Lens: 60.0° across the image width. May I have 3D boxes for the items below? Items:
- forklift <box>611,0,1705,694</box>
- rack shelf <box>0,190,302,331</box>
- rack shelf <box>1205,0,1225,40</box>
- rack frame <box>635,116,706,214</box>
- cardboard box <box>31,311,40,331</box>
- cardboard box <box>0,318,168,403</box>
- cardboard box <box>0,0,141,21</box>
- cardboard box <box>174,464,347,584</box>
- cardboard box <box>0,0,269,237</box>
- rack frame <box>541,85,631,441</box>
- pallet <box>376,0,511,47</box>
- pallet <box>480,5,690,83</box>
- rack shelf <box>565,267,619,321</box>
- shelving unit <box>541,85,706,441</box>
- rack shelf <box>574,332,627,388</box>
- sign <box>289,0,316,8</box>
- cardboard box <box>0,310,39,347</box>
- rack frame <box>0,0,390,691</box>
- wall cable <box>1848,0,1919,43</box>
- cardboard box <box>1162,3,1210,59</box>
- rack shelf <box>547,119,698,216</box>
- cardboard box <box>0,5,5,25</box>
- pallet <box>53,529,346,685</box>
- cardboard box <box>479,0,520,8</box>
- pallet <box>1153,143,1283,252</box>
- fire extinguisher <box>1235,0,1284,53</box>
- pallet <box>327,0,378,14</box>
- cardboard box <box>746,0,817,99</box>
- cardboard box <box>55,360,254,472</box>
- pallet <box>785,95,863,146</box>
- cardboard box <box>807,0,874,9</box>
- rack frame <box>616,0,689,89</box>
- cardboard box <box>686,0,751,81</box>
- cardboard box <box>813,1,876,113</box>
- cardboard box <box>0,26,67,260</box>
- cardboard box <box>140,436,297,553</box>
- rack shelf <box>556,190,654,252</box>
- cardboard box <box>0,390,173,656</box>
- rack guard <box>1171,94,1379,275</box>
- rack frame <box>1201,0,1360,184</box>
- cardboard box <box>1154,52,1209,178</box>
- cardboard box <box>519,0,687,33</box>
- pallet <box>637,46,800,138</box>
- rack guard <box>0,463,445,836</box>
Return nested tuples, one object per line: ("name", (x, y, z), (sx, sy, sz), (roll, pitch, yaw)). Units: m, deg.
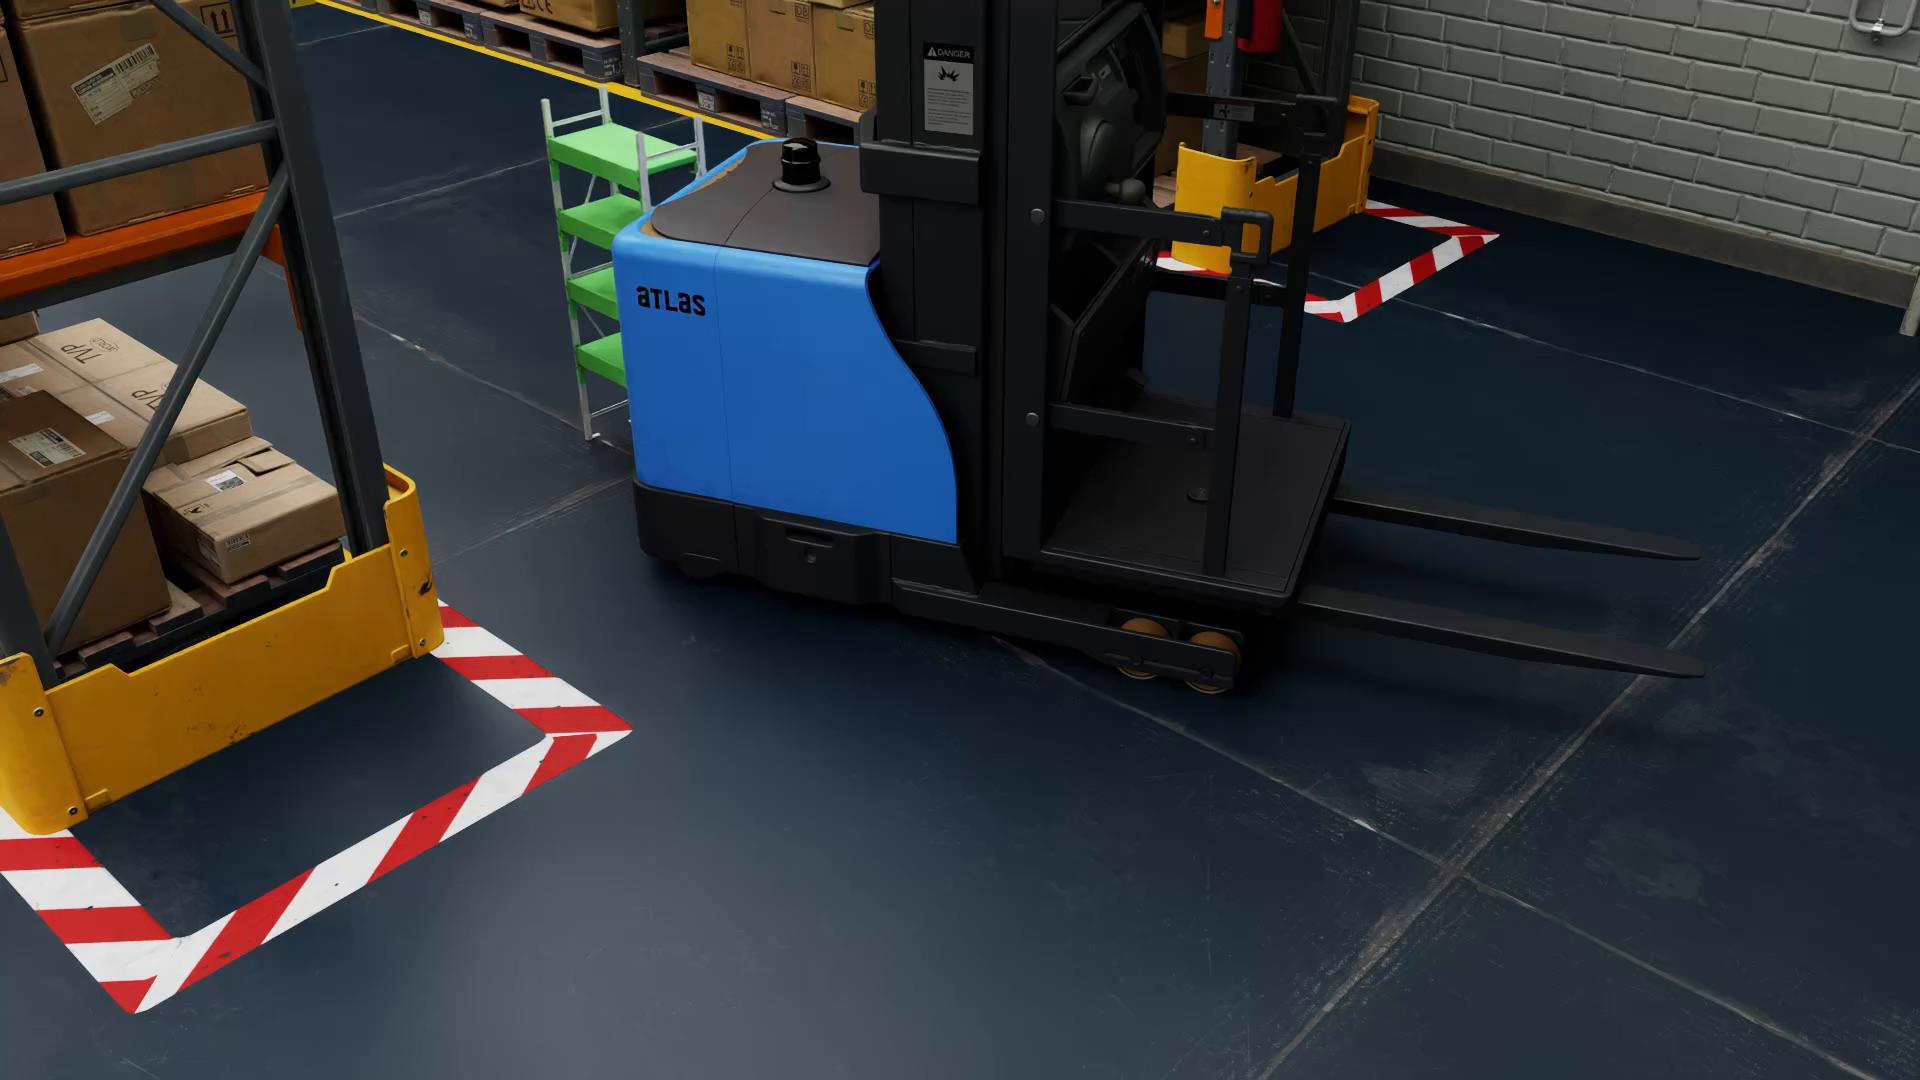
("forklift", (0.591, -1.145, 4.311), (3.031, 2.935, 1.130), (11, 33, 17))
("rack shelf", (-3.399, -1.191, 5.018), (4.000, 0.370, 1.077), (25, 39, 35))
("rack shelf", (-0.078, -3.087, 8.167), (4.000, 0.370, 1.077), (25, 39, 35))
("rack frame", (-0.874, -0.734, 5.306), (0.015, 1.200, 0.240), (26, 40, 36))
("cardboard box", (-3.713, -0.880, 5.984), (0.500, 0.311, 0.500), (25, 39, 35))
("cardboard box", (-2.870, -0.461, 5.346), (0.500, 0.250, 0.500), (25, 39, 35))
("cardboard box", (-2.068, -1.533, 3.822), (0.500, 0.500, 0.500), (26, 40, 36))
("cardboard box", (-1.996, -0.051, 4.764), (0.250, 0.149, 0.380), (25, 39, 35))
("cardboard box", (-2.068, -1.105, 4.080), (0.500, 0.500, 0.500), (26, 40, 36))
("rack frame", (-1.226, -0.908, 5.595), (0.015, 1.200, 0.240), (26, 40, 36))
("pallet", (-3.092, -3.553, 10.948), (1.213, 0.211, 1.003), (25, 39, 35))
("pallet", (-2.183, -3.131, 10.246), (1.213, 0.211, 1.003), (25, 39, 35))
("rack shelf", (-1.050, -0.766, 5.483), (0.480, 0.148, 0.258), (26, 40, 36))
("shelving unit", (-1.050, -0.821, 5.450), (0.503, 1.200, 0.258), (26, 40, 36))
("rack shelf", (-1.050, -0.561, 5.607), (0.480, 0.148, 0.258), (26, 40, 36))
("sign", (-1.552, -1.386, 3.804), (0.005, 0.325, 0.100), (25, 39, 35))
("cardboard box", (-3.485, -0.663, 5.436), (0.637, 0.503, 0.797), (25, 39, 35))
("rack frame", (-1.916, -0.808, 3.683), (0.127, 3.000, 1.000), (25, 39, 35))
("wall cable", (2.989, -3.057, 6.434), (1.851, 1.984, 0.084), (25, 39, 35))
("cardboard box", (1.046, -2.327, 7.595), (0.250, 0.149, 0.380), (25, 39, 35))
("rack shelf", (-1.051, -1.177, 5.236), (0.480, 0.148, 0.258), (26, 40, 36))
("cardboard box", (-2.431, -1.328, 3.481), (0.500, 0.500, 0.500), (25, 39, 35))
("pallet", (-2.564, 0.085, 4.904), (1.213, 0.211, 1.003), (25, 39, 35))
("cardboard box", (-2.791, -3.828, 10.378), (0.750, 0.750, 0.750), (26, 40, 36))
("pallet", (0.760, -1.755, 7.961), (1.213, 0.211, 1.003), (25, 39, 35))
("fire extinguisher", (1.207, -2.281, 6.568), (0.183, 0.674, 0.296), (25, 39, 35))
("pallet", (-3.992, -3.975, 11.649), (1.213, 0.211, 1.003), (25, 39, 35))
("cardboard box", (-0.705, -2.723, 8.882), (0.500, 0.500, 0.700), (25, 39, 35))
("cardboard box", (-2.500, -0.288, 5.059), (0.500, 0.250, 0.500), (25, 39, 35))
("pallet", (-0.141, -2.177, 8.662), (1.213, 0.211, 1.003), (25, 39, 35))
("cardboard box", (-0.556, -2.807, 8.393), (0.250, 0.149, 0.380), (24, 38, 34))
("rack frame", (-1.561, -4.087, 9.131), (0.127, 3.000, 1.000), (25, 39, 35))
("cardboard box", (-1.075, -2.898, 9.173), (0.500, 0.500, 0.700), (26, 39, 36))
("cardboard box", (-0.326, -2.545, 8.585), (0.500, 0.500, 0.700), (26, 40, 36))
("cardboard box", (-2.431, -0.901, 3.742), (0.500, 0.500, 0.500), (26, 40, 36))
("cardboard box", (-2.181, -0.145, 4.903), (0.250, 0.166, 0.380), (25, 39, 35))
("rack shelf", (-1.051, -0.972, 5.359), (0.480, 0.148, 0.258), (26, 40, 36))
("cardboard box", (-2.485, -0.019, 4.370), (0.500, 0.500, 0.500), (25, 39, 35))
("rack guard", (1.423, -1.624, 7.463), (0.348, 0.500, 1.175), (25, 39, 35))
("rack frame", (1.405, -2.703, 6.832), (0.127, 3.000, 1.000), (25, 39, 35))
("cardboard box", (0.819, -2.016, 7.707), (0.500, 0.500, 0.700), (25, 39, 35))
("cardboard box", (-2.130, -3.522, 9.869), (0.750, 0.750, 0.750), (26, 39, 36))
("pallet", (-1.049, -2.600, 9.364), (1.213, 0.211, 1.003), (25, 39, 35))
("rack guard", (-1.972, 0.237, 4.371), (0.348, 0.500, 1.175), (25, 39, 35))
